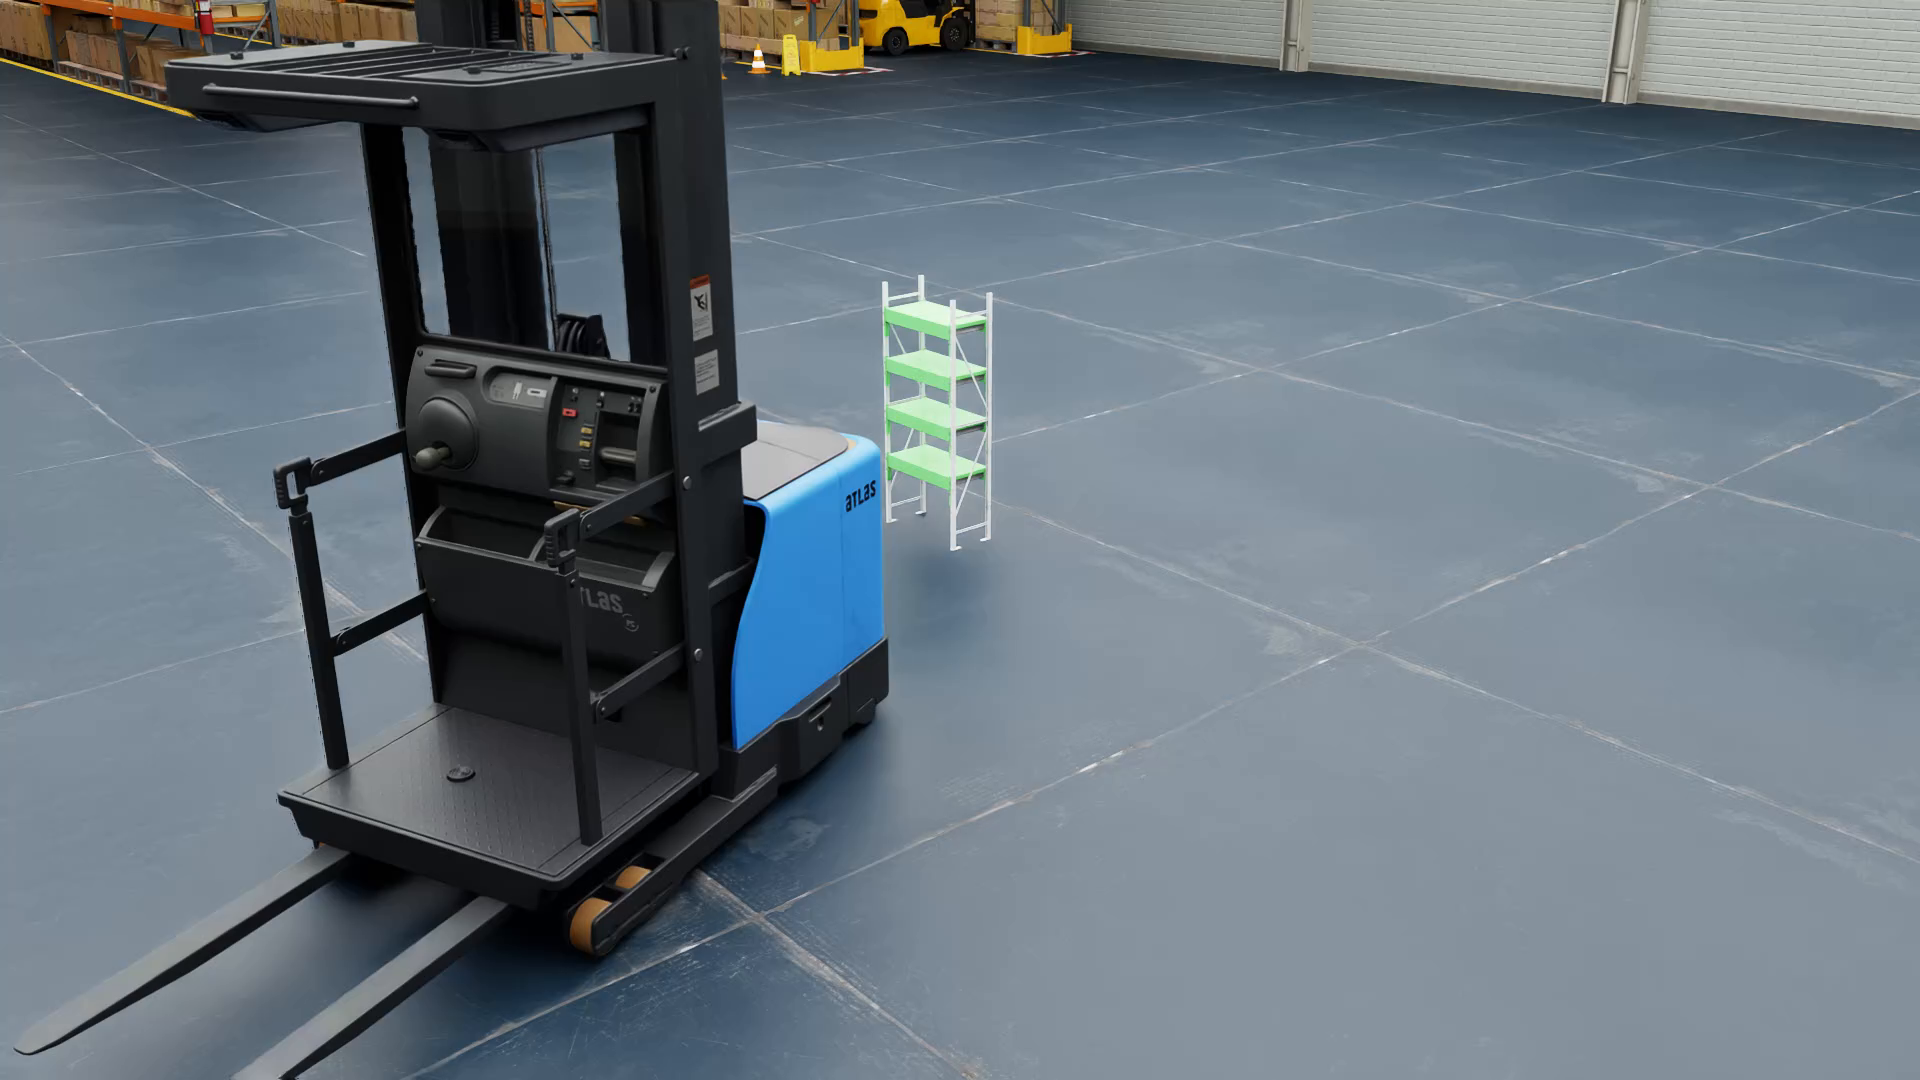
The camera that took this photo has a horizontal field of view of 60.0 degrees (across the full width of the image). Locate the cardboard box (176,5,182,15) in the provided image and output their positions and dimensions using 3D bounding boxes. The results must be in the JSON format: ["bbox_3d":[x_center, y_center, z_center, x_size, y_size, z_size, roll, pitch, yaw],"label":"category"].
[{"bbox_3d":[-10.525,-7.290,22.829,0.380,0.149,0.250,-17,27,-37],"label":"cardboard box"}]

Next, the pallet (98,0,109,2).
[{"bbox_3d":[-12.666,-8.441,25.684,1.003,0.211,1.213,-17,27,-37],"label":"pallet"}]

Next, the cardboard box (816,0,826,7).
[{"bbox_3d":[-2.794,-11.667,36.338,0.875,0.625,0.625,-16,27,-36],"label":"cardboard box"}]

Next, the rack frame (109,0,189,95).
[{"bbox_3d":[-12.278,-8.284,25.022,1.000,3.000,0.127,-17,27,-37],"label":"rack frame"}]

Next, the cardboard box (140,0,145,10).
[{"bbox_3d":[-11.530,-7.697,23.866,0.380,0.149,0.250,-17,27,-37],"label":"cardboard box"}]

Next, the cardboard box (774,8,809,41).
[{"bbox_3d":[-2.879,-8.962,28.918,0.500,0.500,0.500,-17,27,-37],"label":"cardboard box"}]

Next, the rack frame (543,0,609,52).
[{"bbox_3d":[-5.843,-8.332,25.143,1.000,3.000,0.127,-17,27,-37],"label":"rack frame"}]

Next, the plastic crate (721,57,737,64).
[{"bbox_3d":[-4.366,-8.655,29.971,0.583,0.080,0.402,12,24,27],"label":"plastic crate"}]

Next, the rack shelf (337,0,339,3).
[{"bbox_3d":[-12.371,-10.760,32.329,1.077,0.370,4.000,-17,27,-37],"label":"rack shelf"}]

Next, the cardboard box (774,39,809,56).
[{"bbox_3d":[-2.906,-8.619,29.072,0.500,0.250,0.500,-18,27,-38],"label":"cardboard box"}]

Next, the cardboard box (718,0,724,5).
[{"bbox_3d":[-4.216,-9.792,30.148,0.380,0.149,0.250,-16,27,-35],"label":"cardboard box"}]

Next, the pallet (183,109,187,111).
[{"bbox_3d":[-10.220,-6.134,23.357,1.003,0.211,1.213,-17,27,-37],"label":"pallet"}]

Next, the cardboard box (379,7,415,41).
[{"bbox_3d":[-9.554,-9.002,29.365,1.050,0.750,0.750,-17,27,-37],"label":"cardboard box"}]

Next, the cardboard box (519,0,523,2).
[{"bbox_3d":[-6.495,-8.640,25.725,0.875,0.550,0.550,-17,27,-37],"label":"cardboard box"}]

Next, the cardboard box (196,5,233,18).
[{"bbox_3d":[-10.009,-7.092,22.321,0.380,0.149,0.250,-17,27,-37],"label":"cardboard box"}]

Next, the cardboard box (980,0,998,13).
[{"bbox_3d":[0.724,-10.294,31.977,0.500,0.250,0.500,-17,27,-36],"label":"cardboard box"}]

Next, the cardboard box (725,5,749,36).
[{"bbox_3d":[-3.894,-9.392,30.015,0.500,0.500,0.500,-16,26,-35],"label":"cardboard box"}]

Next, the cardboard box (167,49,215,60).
[{"bbox_3d":[-11.202,-6.886,24.305,0.500,0.500,0.500,19,29,40],"label":"cardboard box"}]

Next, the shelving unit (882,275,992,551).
[{"bbox_3d":[-0.108,-0.604,7.882,0.258,1.200,0.503,-17,27,-37],"label":"shelving unit"}]

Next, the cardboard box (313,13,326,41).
[{"bbox_3d":[-12.029,-9.838,31.840,0.500,0.500,0.500,-16,27,-35],"label":"cardboard box"}]

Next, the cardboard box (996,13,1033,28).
[{"bbox_3d":[1.044,-9.929,31.730,0.500,0.250,0.500,-18,28,-38],"label":"cardboard box"}]

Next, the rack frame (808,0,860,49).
[{"bbox_3d":[-2.159,-9.538,28.223,1.000,3.000,0.127,-17,27,-37],"label":"rack frame"}]

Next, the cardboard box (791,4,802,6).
[{"bbox_3d":[-3.158,-9.382,29.990,0.500,0.500,0.500,-17,27,-36],"label":"cardboard box"}]

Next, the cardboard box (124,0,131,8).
[{"bbox_3d":[-12.028,-7.901,24.389,0.380,0.149,0.250,-17,27,-37],"label":"cardboard box"}]

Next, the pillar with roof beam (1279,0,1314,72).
[{"bbox_3d":[2.482,-11.239,24.339,9.100,9.000,0.400,-17,27,-37],"label":"pillar with roof beam"}]

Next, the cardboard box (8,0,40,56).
[{"bbox_3d":[-15.899,-9.039,29.287,1.225,0.875,0.875,-17,27,-37],"label":"cardboard box"}]

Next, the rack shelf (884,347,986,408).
[{"bbox_3d":[-0.108,-0.768,7.818,0.258,0.148,0.480,-17,27,-37],"label":"rack shelf"}]

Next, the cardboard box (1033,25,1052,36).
[{"bbox_3d":[1.427,-9.818,32.133,0.500,0.250,0.500,-17,27,-37],"label":"cardboard box"}]

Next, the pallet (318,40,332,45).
[{"bbox_3d":[-11.574,-9.460,31.847,1.003,0.211,1.213,-17,27,-37],"label":"pallet"}]

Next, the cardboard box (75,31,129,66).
[{"bbox_3d":[-14.064,-8.100,27.375,0.500,0.500,0.700,20,29,41],"label":"cardboard box"}]

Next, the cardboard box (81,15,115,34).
[{"bbox_3d":[-14.075,-8.457,27.260,0.500,0.250,0.500,-14,25,-32],"label":"cardboard box"}]

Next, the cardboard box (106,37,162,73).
[{"bbox_3d":[-12.959,-7.636,26.191,0.700,0.500,0.500,-18,27,-38],"label":"cardboard box"}]

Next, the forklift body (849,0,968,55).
[{"bbox_3d":[-1.021,-10.415,31.626,2.313,2.155,1.214,-17,27,-37],"label":"forklift body"}]

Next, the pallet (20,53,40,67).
[{"bbox_3d":[-16.138,-8.663,29.814,1.003,0.211,1.213,-17,27,-37],"label":"pallet"}]

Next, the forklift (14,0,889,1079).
[{"bbox_3d":[-1.382,-0.330,4.808,1.130,2.935,3.031,10,24,25],"label":"forklift"}]

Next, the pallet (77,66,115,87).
[{"bbox_3d":[-13.587,-7.538,26.939,1.003,0.211,1.213,-17,27,-37],"label":"pallet"}]

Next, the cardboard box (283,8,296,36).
[{"bbox_3d":[-13.048,-10.266,32.933,0.500,0.500,0.500,-16,26,-35],"label":"cardboard box"}]

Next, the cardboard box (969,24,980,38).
[{"bbox_3d":[0.416,-9.971,32.522,0.500,0.250,0.500,-17,27,-37],"label":"cardboard box"}]

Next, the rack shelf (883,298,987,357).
[{"bbox_3d":[-0.108,-0.992,7.730,0.258,0.148,0.480,-17,27,-37],"label":"rack shelf"}]

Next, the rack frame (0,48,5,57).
[{"bbox_3d":[-17.500,-10.494,30.665,1.000,3.000,0.127,-17,27,-37],"label":"rack frame"}]

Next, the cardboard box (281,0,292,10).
[{"bbox_3d":[-13.044,-10.614,32.795,0.500,0.250,0.500,-17,27,-36],"label":"cardboard box"}]

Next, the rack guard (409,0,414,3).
[{"bbox_3d":[-12.619,-12.801,39.982,1.175,0.500,0.348,-17,27,-37],"label":"rack guard"}]

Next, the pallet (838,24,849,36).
[{"bbox_3d":[-2.323,-11.059,35.930,1.003,0.211,1.213,-17,27,-37],"label":"pallet"}]

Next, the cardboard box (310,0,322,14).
[{"bbox_3d":[-12.048,-10.186,31.702,0.500,0.250,0.500,-17,27,-37],"label":"cardboard box"}]

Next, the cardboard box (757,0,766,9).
[{"bbox_3d":[-3.332,-9.419,29.197,0.380,0.149,0.250,-17,27,-37],"label":"cardboard box"}]

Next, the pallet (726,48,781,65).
[{"bbox_3d":[-3.504,-8.830,30.240,1.003,0.211,1.213,-17,27,-37],"label":"pallet"}]

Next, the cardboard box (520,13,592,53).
[{"bbox_3d":[-6.336,-7.710,25.892,0.875,0.875,0.875,-17,27,-37],"label":"cardboard box"}]

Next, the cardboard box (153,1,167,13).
[{"bbox_3d":[-11.068,-7.481,23.316,0.380,0.149,0.250,-17,27,-37],"label":"cardboard box"}]

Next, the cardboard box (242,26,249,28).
[{"bbox_3d":[-14.866,-10.828,34.851,0.380,0.149,0.250,-18,27,-38],"label":"cardboard box"}]

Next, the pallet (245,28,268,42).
[{"bbox_3d":[-14.141,-10.526,34.569,1.003,0.211,1.213,-17,27,-37],"label":"pallet"}]

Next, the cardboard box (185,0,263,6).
[{"bbox_3d":[-10.005,-7.523,22.532,0.875,0.500,0.500,-17,27,-37],"label":"cardboard box"}]

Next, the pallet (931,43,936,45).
[{"bbox_3d":[-0.525,-10.298,33.986,1.003,0.211,1.213,-17,27,-37],"label":"pallet"}]

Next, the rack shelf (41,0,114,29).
[{"bbox_3d":[-13.583,-8.502,26.564,1.077,0.370,4.000,-17,27,-37],"label":"rack shelf"}]

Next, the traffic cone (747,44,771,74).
[{"bbox_3d":[-3.417,-8.169,28.205,0.336,0.463,0.334,-17,27,-37],"label":"traffic cone"}]

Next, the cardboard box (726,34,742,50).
[{"bbox_3d":[-3.884,-9.040,30.147,0.500,0.250,0.500,-18,28,-38],"label":"cardboard box"}]
